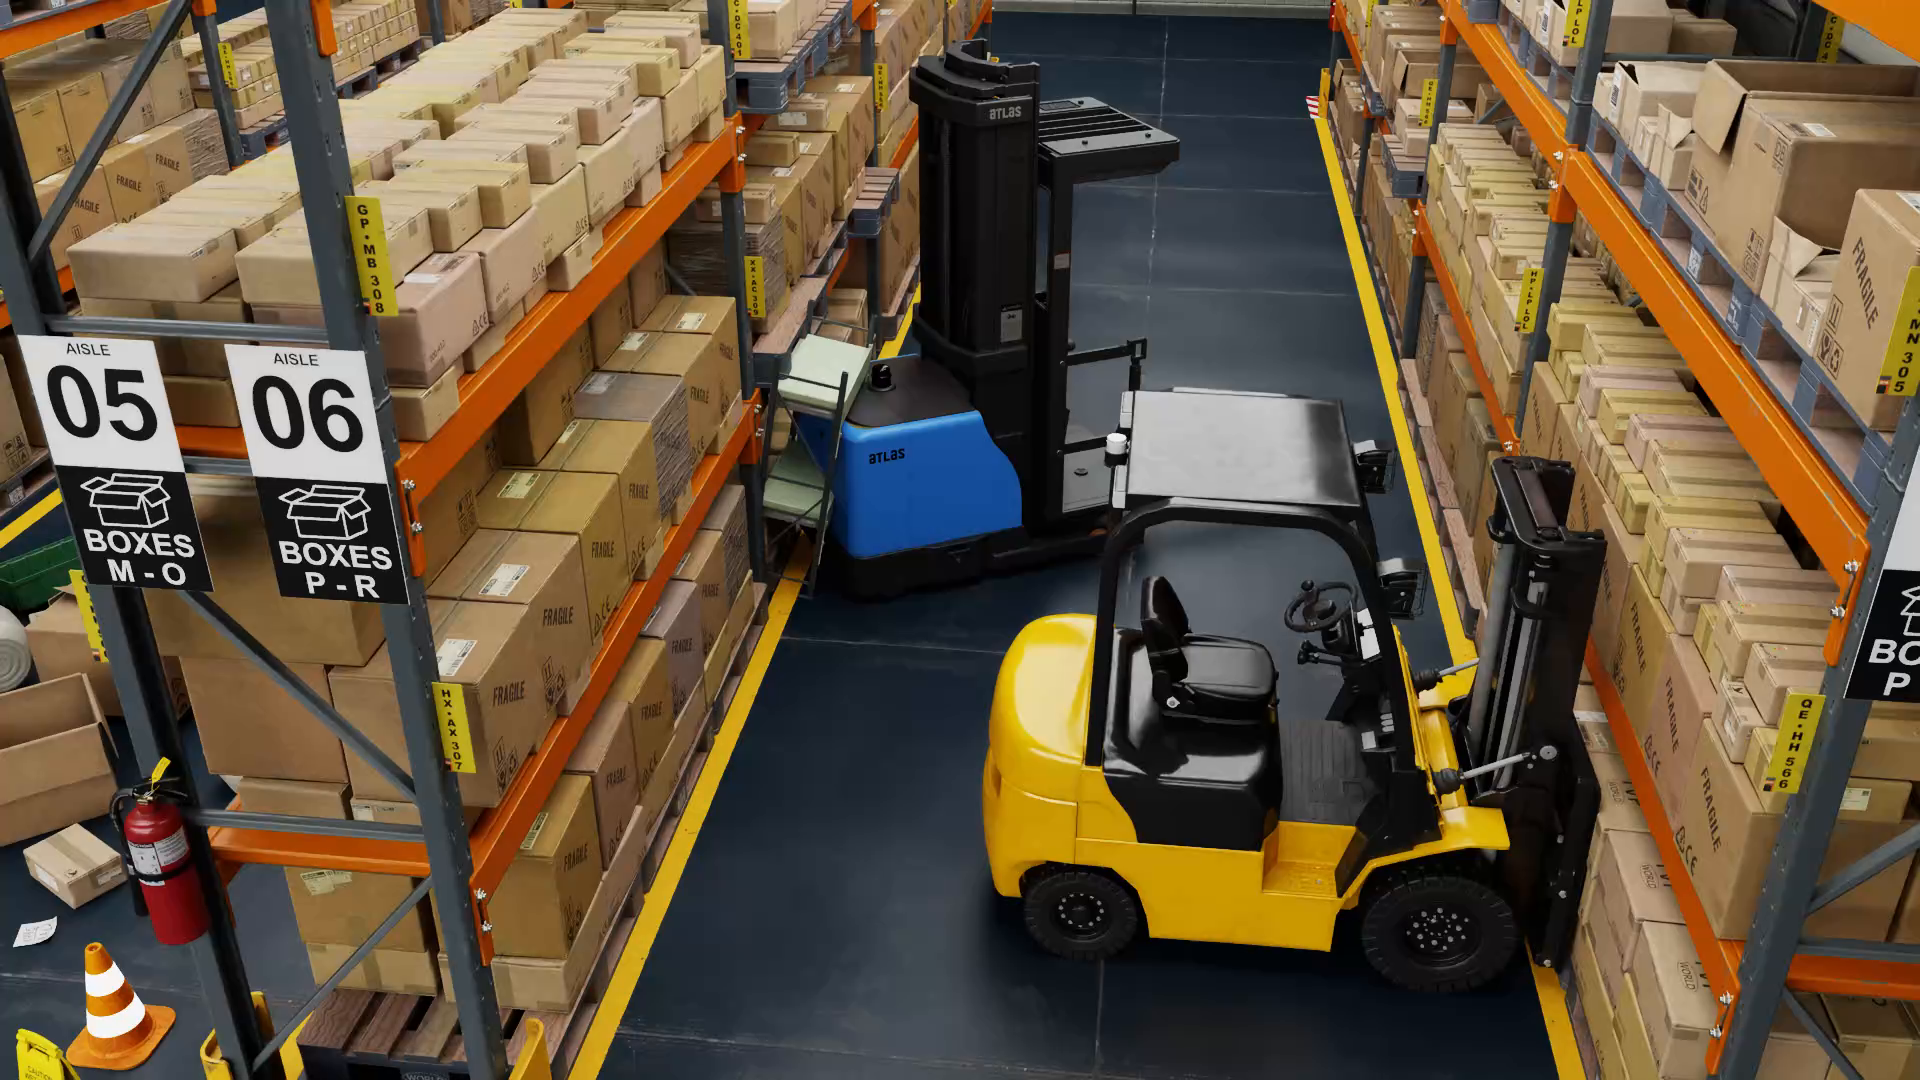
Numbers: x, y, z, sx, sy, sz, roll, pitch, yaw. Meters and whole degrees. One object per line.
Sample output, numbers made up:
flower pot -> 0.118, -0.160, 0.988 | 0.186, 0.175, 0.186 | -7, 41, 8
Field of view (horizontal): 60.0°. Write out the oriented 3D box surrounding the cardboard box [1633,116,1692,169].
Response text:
cardboard box -> 2.873, -1.552, 6.523 | 0.380, 0.149, 0.250 | 4, 29, 8

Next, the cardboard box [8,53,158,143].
cardboard box -> -6.164, -3.114, 11.708 | 0.700, 0.500, 0.500 | 3, 28, 5

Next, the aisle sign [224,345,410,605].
aisle sign -> -1.794, -0.170, 4.662 | 0.394, 0.787, 0.004 | 3, 28, 6

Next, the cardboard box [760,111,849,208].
cardboard box -> -1.006, -2.486, 10.841 | 0.500, 0.500, 0.500 | 1, 28, 3

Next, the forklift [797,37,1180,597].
forklift -> 0.573, -1.408, 9.773 | 3.031, 2.935, 1.130 | -12, 30, -20

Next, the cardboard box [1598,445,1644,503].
cardboard box -> 2.838, -0.263, 6.786 | 0.380, 0.149, 0.250 | 2, 28, 5

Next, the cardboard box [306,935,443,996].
cardboard box -> -2.259, 1.546, 6.675 | 0.500, 0.250, 0.500 | 3, 28, 6

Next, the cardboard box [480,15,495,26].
cardboard box -> -5.115, -5.462, 17.491 | 0.380, 0.149, 0.250 | 4, 29, 7

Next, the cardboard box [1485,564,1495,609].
cardboard box -> 2.958, 0.346, 8.373 | 0.500, 0.250, 0.500 | 3, 28, 6

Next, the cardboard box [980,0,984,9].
cardboard box -> -0.006, -6.170, 18.435 | 0.500, 0.500, 0.500 | 3, 28, 5

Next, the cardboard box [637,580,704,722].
cardboard box -> -1.532, 0.514, 7.799 | 0.500, 0.500, 0.500 | 5, 29, 9

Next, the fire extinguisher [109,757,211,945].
fire extinguisher -> -2.565, 0.989, 5.334 | 0.296, 0.674, 0.183 | 3, 28, 6

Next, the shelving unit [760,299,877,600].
shelving unit -> -0.855, -0.509, 9.520 | 0.431, 1.500, 0.755 | 14, 33, 2

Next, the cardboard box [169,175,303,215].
cardboard box -> -2.262, -1.050, 5.299 | 0.380, 0.149, 0.250 | 3, 28, 6

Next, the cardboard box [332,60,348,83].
cardboard box -> -5.590, -4.098, 14.517 | 0.380, 0.149, 0.250 | 2, 28, 5

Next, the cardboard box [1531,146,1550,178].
cardboard box -> 3.961, -2.468, 10.880 | 0.380, 0.149, 0.250 | 3, 28, 6

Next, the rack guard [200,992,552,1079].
rack guard -> -2.084, 1.992, 6.025 | 1.175, 0.500, 0.348 | 3, 28, 6

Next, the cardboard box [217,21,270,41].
cardboard box -> -6.240, -4.403, 14.455 | 0.380, 0.149, 0.250 | 4, 29, 8

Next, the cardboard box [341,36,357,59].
cardboard box -> -5.559, -4.347, 14.665 | 0.380, 0.149, 0.250 | 3, 29, 6

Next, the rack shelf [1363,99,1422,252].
rack shelf -> 4.058, -3.176, 13.742 | 1.077, 0.370, 4.000 | 3, 28, 6

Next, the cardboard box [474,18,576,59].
cardboard box -> -1.969, -2.263, 7.550 | 0.380, 0.149, 0.250 | 4, 29, 8

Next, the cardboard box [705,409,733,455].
cardboard box -> -1.364, -0.558, 8.388 | 0.380, 0.149, 0.250 | 4, 29, 7

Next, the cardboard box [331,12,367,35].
cardboard box -> -5.535, -4.610, 14.839 | 0.380, 0.149, 0.250 | 2, 28, 5

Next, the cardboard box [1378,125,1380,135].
cardboard box -> 4.056, -3.779, 15.296 | 0.380, 0.149, 0.250 | 3, 28, 5

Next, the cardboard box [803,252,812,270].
cardboard box -> -1.119, -1.761, 10.179 | 0.380, 0.149, 0.250 | 4, 29, 7

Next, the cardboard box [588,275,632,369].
cardboard box -> -1.957, -1.137, 7.725 | 0.700, 0.500, 0.500 | 4, 29, 6

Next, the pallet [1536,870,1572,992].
pallet -> 3.037, 1.507, 7.231 | 1.003, 0.211, 1.213 | 3, 28, 6

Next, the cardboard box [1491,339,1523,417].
cardboard box -> 3.125, -0.855, 8.833 | 0.500, 0.250, 0.500 | 4, 29, 7

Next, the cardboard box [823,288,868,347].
cardboard box -> -1.193, -1.601, 12.387 | 0.950, 0.372, 0.625 | 1, 28, 3

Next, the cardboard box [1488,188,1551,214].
cardboard box -> 3.398, -2.012, 10.033 | 0.380, 0.149, 0.250 | 3, 28, 6

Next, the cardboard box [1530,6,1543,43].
cardboard box -> 3.157, -2.643, 8.547 | 0.380, 0.149, 0.250 | 3, 28, 6

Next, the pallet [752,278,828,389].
pallet -> -1.365, -1.222, 9.559 | 1.003, 0.211, 1.213 | 3, 28, 6

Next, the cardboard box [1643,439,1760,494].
cardboard box -> 2.898, -0.267, 6.480 | 0.380, 0.149, 0.250 | 3, 29, 6

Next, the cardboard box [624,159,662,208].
cardboard box -> -1.480, -1.516, 7.003 | 0.380, 0.149, 0.250 | 4, 29, 8

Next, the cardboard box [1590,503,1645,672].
cardboard box -> 2.819, 0.201, 6.609 | 0.500, 0.500, 0.500 | 4, 29, 7

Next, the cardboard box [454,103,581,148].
cardboard box -> -1.630, -1.504, 6.140 | 0.380, 0.149, 0.250 | 4, 29, 7

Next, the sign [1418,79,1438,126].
sign -> 3.274, -3.054, 11.618 | 0.100, 0.325, 0.005 | 3, 28, 6

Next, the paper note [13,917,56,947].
paper note -> -3.953, 1.674, 7.111 | 0.148, 0.019, 0.142 | -6, 29, -11

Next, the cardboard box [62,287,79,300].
cardboard box -> -6.306, -1.580, 11.949 | 1.050, 0.750, 0.750 | 4, 29, 7

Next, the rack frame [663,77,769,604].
rack frame -> -1.603, -0.956, 8.861 | 1.000, 3.000, 0.127 | 3, 28, 6

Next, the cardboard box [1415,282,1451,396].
cardboard box -> 3.723, -1.398, 11.744 | 0.875, 0.625, 0.625 | 4, 29, 8

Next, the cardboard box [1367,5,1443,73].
cardboard box -> 4.022, -4.449, 14.797 | 0.700, 0.500, 0.500 | 4, 29, 7

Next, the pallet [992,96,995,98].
pallet -> -0.153, -4.995, 19.300 | 1.003, 0.211, 1.213 | 3, 28, 6

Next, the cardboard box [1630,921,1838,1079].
cardboard box -> 2.580, 1.565, 5.585 | 0.500, 0.250, 0.500 | 4, 29, 8

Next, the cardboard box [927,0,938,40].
cardboard box -> -0.485, -4.737, 14.720 | 0.500, 0.500, 0.500 | 4, 29, 7

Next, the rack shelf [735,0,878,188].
rack shelf -> -1.358, -2.901, 10.068 | 1.077, 0.370, 4.000 | 3, 28, 6

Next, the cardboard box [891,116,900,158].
cardboard box -> -0.758, -3.231, 13.242 | 0.500, 0.250, 0.500 | 3, 28, 5

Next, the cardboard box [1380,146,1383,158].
cardboard box -> 4.038, -3.516, 15.123 | 0.380, 0.149, 0.250 | 3, 28, 5

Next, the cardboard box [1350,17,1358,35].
cardboard box -> 4.262, -5.339, 17.263 | 0.380, 0.149, 0.250 | 4, 29, 7

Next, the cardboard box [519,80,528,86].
cardboard box -> -1.983, -1.906, 7.308 | 0.500, 0.250, 0.500 | 3, 28, 6
